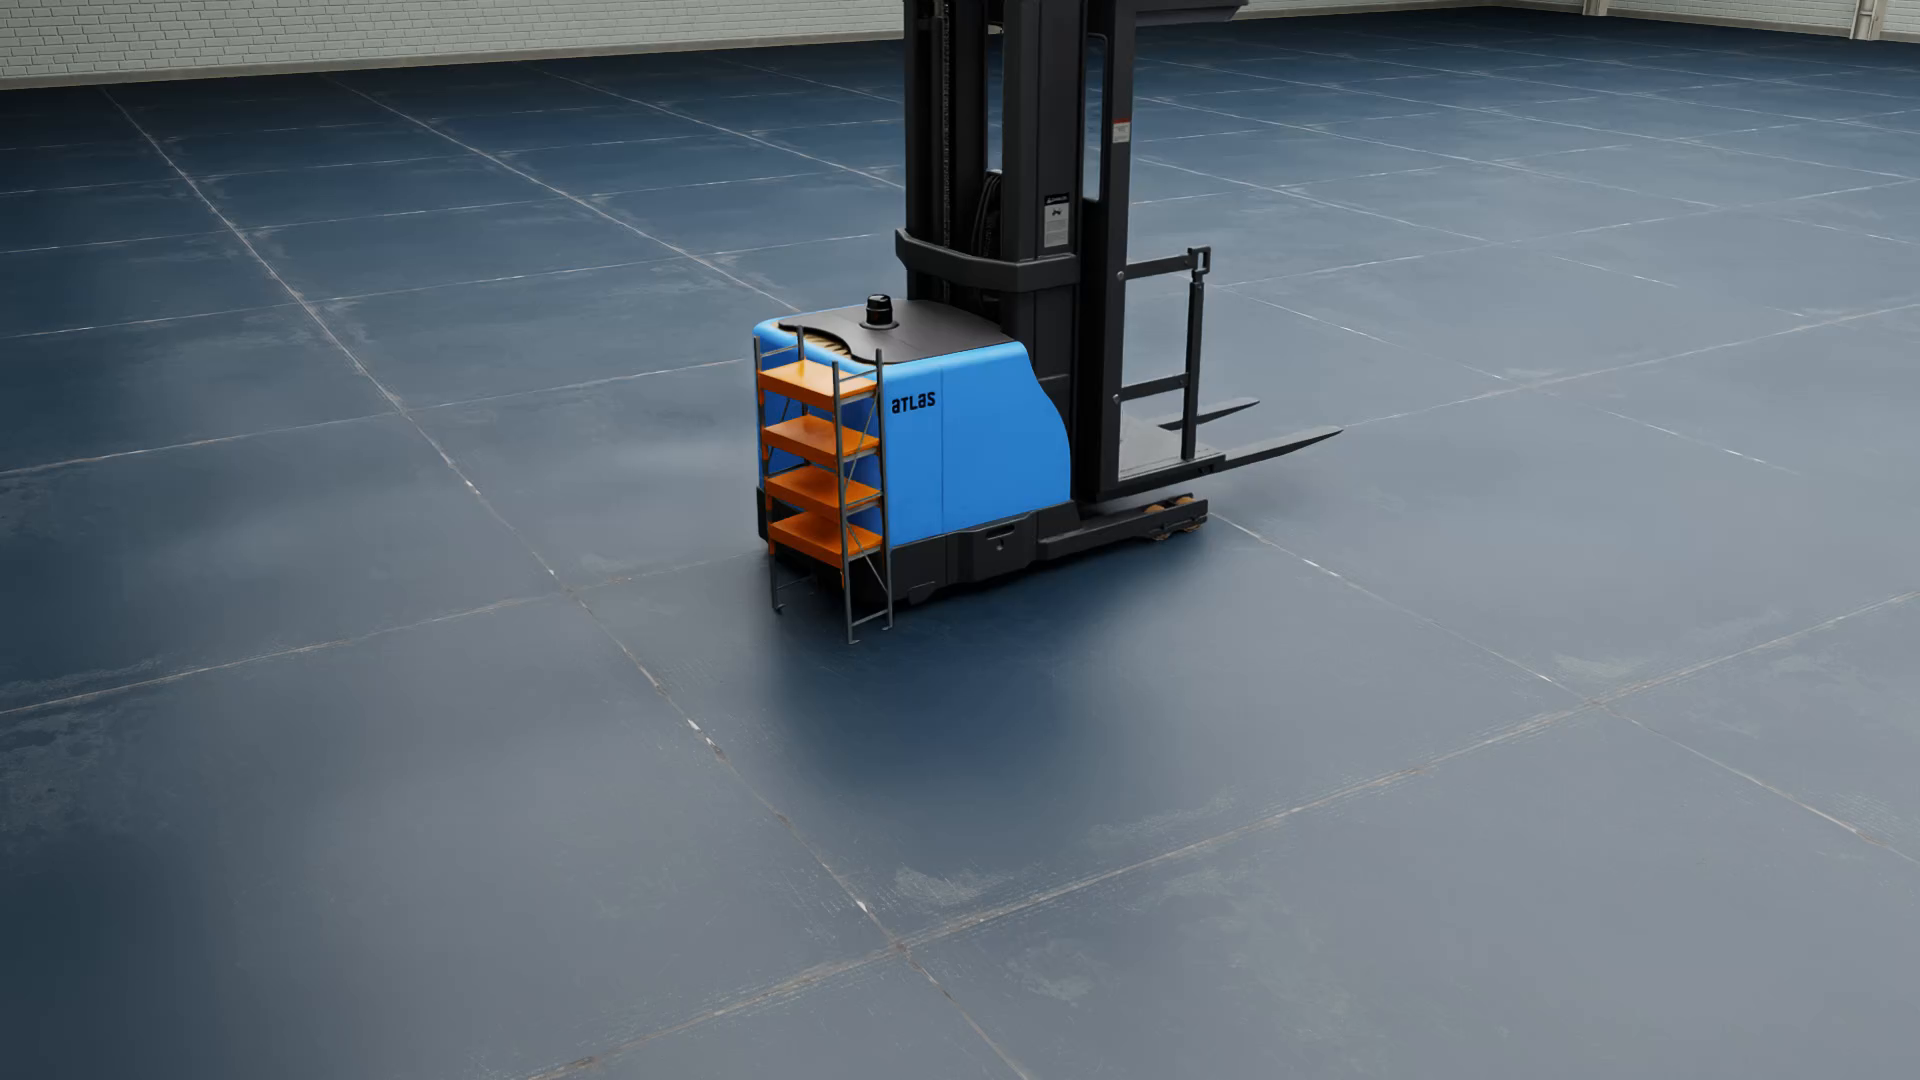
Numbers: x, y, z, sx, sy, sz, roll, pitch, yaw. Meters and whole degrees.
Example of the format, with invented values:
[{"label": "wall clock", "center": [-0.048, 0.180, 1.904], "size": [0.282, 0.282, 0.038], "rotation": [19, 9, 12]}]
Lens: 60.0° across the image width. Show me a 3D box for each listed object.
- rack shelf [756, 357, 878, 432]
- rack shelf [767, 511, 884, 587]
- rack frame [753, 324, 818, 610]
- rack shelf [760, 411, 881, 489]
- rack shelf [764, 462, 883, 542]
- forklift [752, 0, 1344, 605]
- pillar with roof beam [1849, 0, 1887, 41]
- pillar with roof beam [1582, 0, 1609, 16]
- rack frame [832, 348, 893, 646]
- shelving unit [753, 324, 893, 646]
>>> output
[{"label": "rack shelf", "center": [-0.558, -0.584, 6.602], "size": [0.258, 0.148, 0.480], "rotation": [-22, 30, -39]}, {"label": "rack shelf", "center": [-0.545, 0.021, 6.861], "size": [0.258, 0.148, 0.480], "rotation": [-22, 30, -39]}, {"label": "rack frame", "center": [-0.719, -0.289, 6.920], "size": [0.240, 1.200, 0.015], "rotation": [-22, 30, -39]}, {"label": "rack shelf", "center": [-0.553, -0.367, 6.695], "size": [0.258, 0.148, 0.480], "rotation": [-22, 30, -39]}, {"label": "rack shelf", "center": [-0.549, -0.161, 6.783], "size": [0.258, 0.148, 0.480], "rotation": [-22, 30, -39]}, {"label": "forklift", "center": [0.566, -1.500, 7.610], "size": [3.031, 2.935, 1.130], "rotation": [-15, 26, -32]}, {"label": "pillar with roof beam", "center": [12.698, -12.422, 26.421], "size": [9.100, 9.000, 0.400], "rotation": [-13, 25, -28]}, {"label": "pillar with roof beam", "center": [9.633, -14.364, 31.199], "size": [9.100, 9.000, 0.400], "rotation": [-13, 25, -28]}, {"label": "rack frame", "center": [-0.382, -0.157, 6.593], "size": [0.240, 1.200, 0.015], "rotation": [-22, 30, -39]}, {"label": "shelving unit", "center": [-0.550, -0.223, 6.757], "size": [0.258, 1.200, 0.503], "rotation": [-22, 30, -39]}]
